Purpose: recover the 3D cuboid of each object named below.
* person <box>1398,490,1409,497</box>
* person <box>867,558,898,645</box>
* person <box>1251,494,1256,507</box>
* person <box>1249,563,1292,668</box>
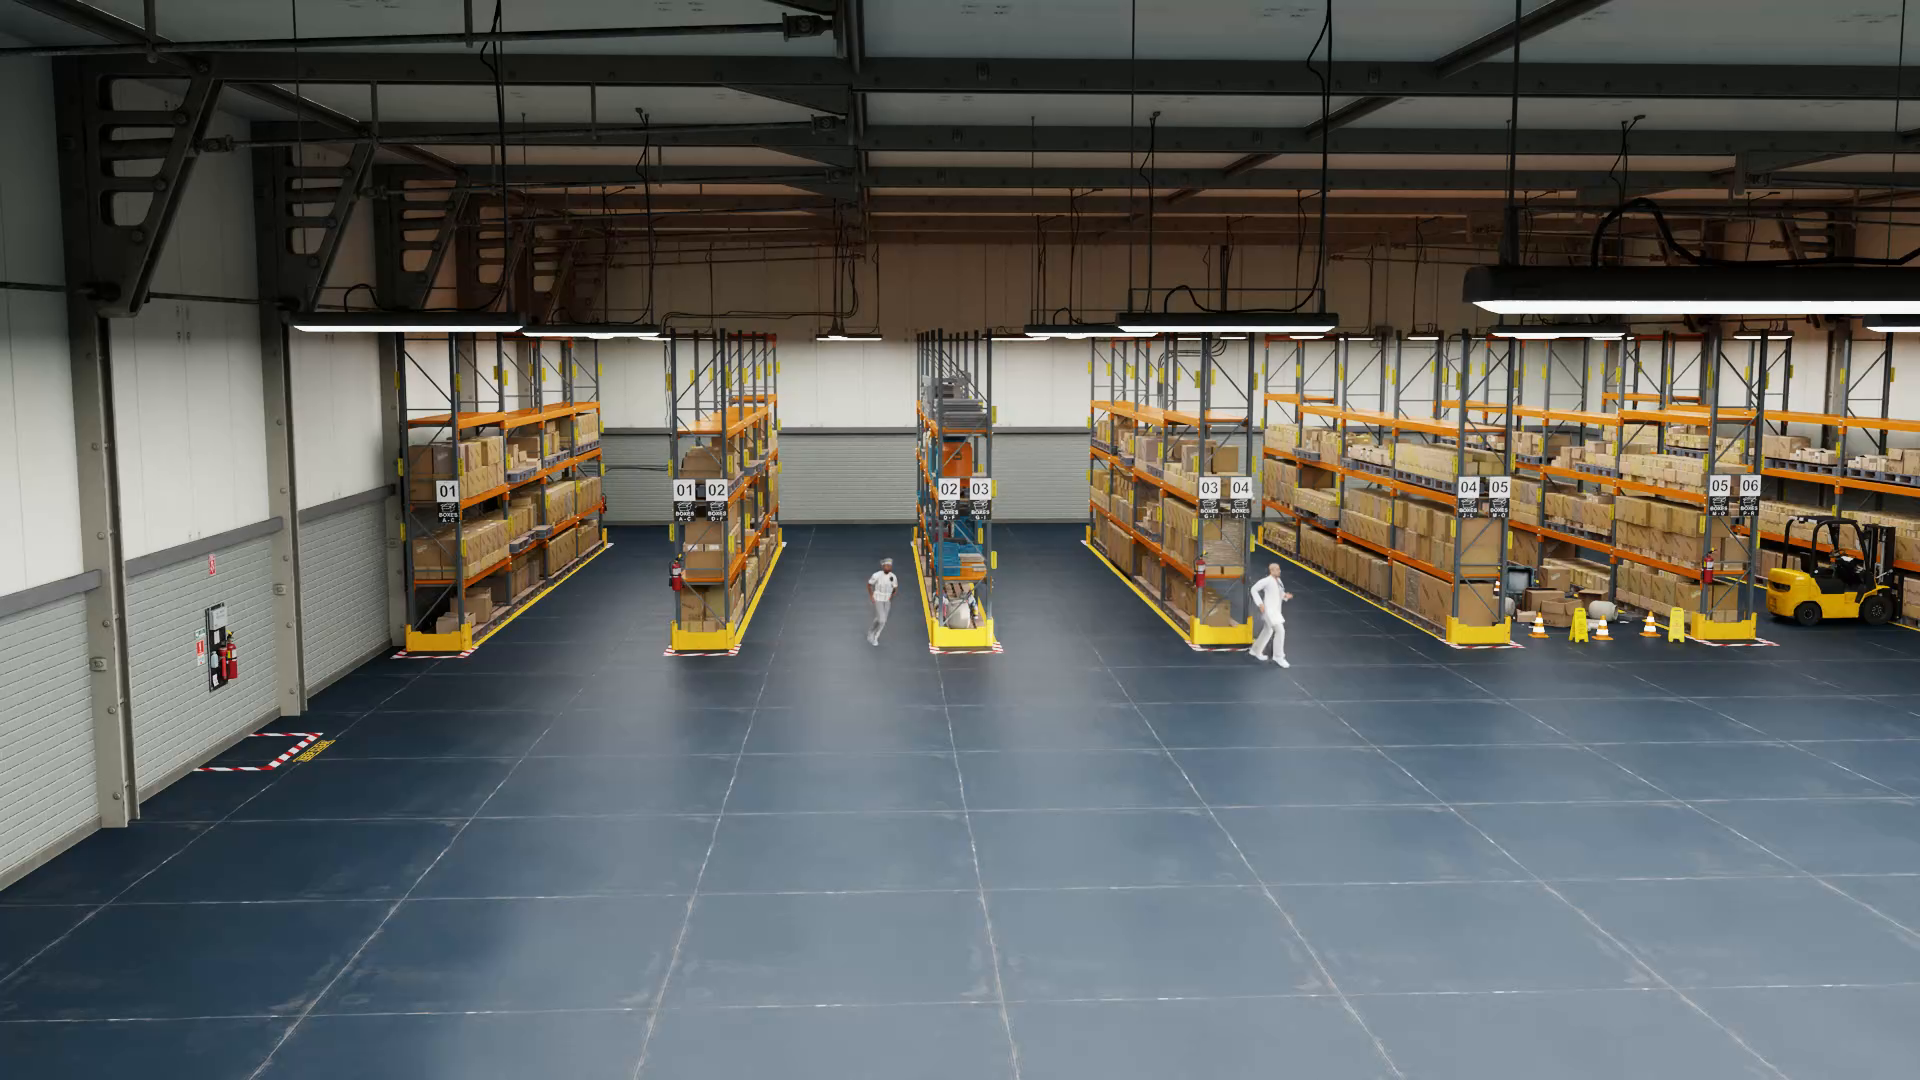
[{"bbox_3d":[13.144,-0.960,49.483,0.580,1.709,0.741,0,7,0],"label":"person"},{"bbox_3d":[-1.451,1.176,31.737,0.578,1.660,0.529,-3,7,-24],"label":"person"},{"bbox_3d":[8.283,-0.818,48.558,0.849,1.679,0.616,-5,8,-35],"label":"person"},{"bbox_3d":[5.571,1.329,29.785,0.847,1.838,0.692,4,8,32],"label":"person"}]
